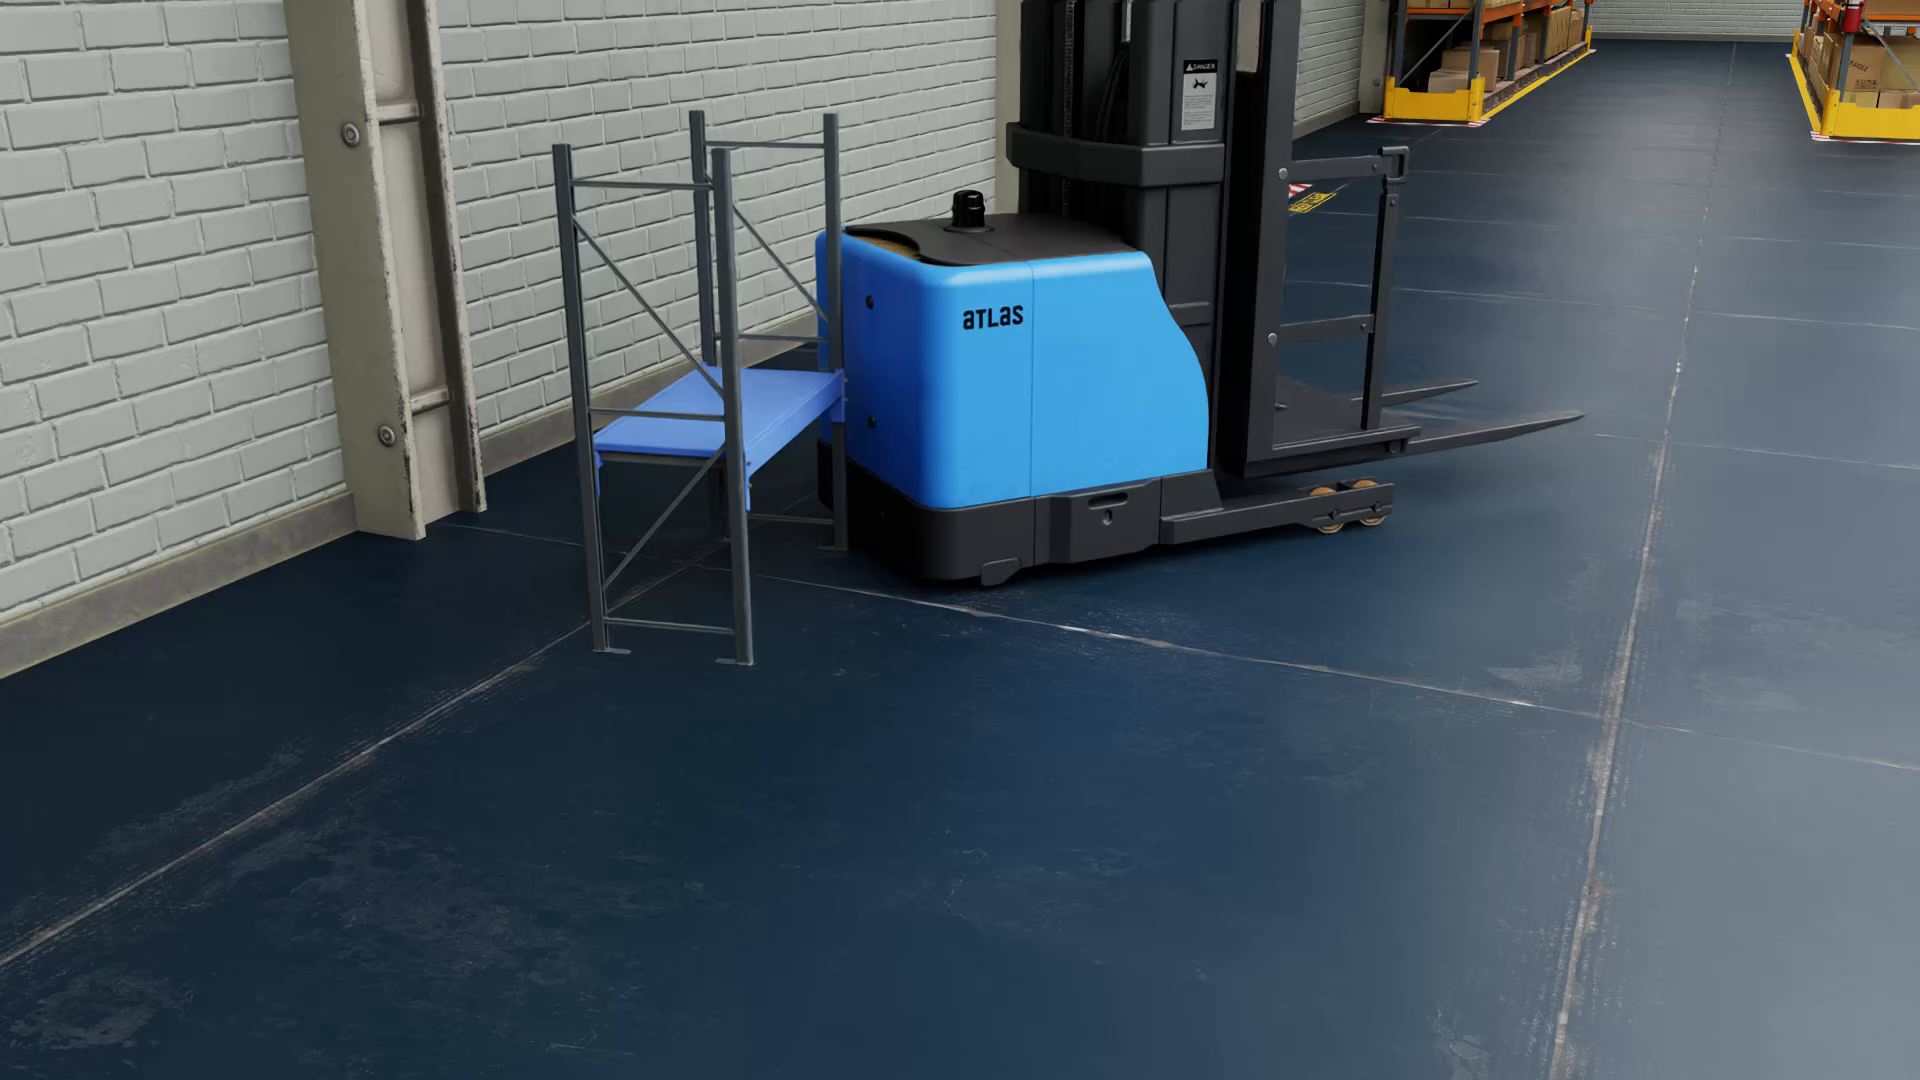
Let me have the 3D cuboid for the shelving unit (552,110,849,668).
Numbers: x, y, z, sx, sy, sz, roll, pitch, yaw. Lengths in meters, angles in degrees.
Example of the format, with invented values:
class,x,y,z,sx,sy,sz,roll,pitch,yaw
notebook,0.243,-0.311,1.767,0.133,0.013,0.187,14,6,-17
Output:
class,x,y,z,sx,sy,sz,roll,pitch,yaw
shelving unit,-0.750,-0.519,5.190,0.538,1.500,1.048,4,20,12

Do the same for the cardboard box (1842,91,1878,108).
class,x,y,z,sx,sy,sz,roll,pitch,yaw
cardboard box,10.334,-5.091,19.285,0.500,0.250,0.500,9,21,23

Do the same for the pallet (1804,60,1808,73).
class,x,y,z,sx,sy,sz,roll,pitch,yaw
pallet,15.000,-8.085,28.388,1.003,0.211,1.213,9,21,23

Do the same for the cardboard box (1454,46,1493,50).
class,x,y,z,sx,sy,sz,roll,pitch,yaw
cardboard box,7.113,-6.593,23.104,0.500,0.500,0.500,7,21,19

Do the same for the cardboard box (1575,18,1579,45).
class,x,y,z,sx,sy,sz,roll,pitch,yaw
cardboard box,11.810,-10.040,32.827,0.700,0.500,0.500,8,21,21

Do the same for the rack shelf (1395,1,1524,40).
class,x,y,z,sx,sy,sz,roll,pitch,yaw
rack shelf,6.682,-6.936,22.068,1.077,0.370,4.000,9,21,23

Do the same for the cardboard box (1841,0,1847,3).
class,x,y,z,sx,sy,sz,roll,pitch,yaw
cardboard box,12.215,-7.438,22.608,0.396,0.266,0.258,8,21,21

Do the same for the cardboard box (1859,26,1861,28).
class,x,y,z,sx,sy,sz,roll,pitch,yaw
cardboard box,16.938,-9.705,31.856,0.500,0.500,0.500,9,21,23

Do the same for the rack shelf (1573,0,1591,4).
class,x,y,z,sx,sy,sz,roll,pitch,yaw
rack shelf,11.596,-10.604,32.383,1.077,0.370,4.000,9,21,23

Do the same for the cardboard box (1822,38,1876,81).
class,x,y,z,sx,sy,sz,roll,pitch,yaw
cardboard box,10.934,-5.905,20.455,0.500,0.500,0.500,9,21,23

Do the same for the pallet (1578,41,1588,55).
class,x,y,z,sx,sy,sz,roll,pitch,yaw
pallet,12.159,-9.985,33.731,1.003,0.211,1.213,9,21,23

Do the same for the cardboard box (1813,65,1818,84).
class,x,y,z,sx,sy,sz,roll,pitch,yaw
cardboard box,12.136,-6.431,23.051,0.500,0.250,0.500,8,21,22

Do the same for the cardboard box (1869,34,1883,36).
class,x,y,z,sx,sy,sz,roll,pitch,yaw
cardboard box,14.317,-7.720,26.275,0.500,0.500,0.500,8,21,21

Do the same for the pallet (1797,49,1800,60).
class,x,y,z,sx,sy,sz,roll,pitch,yaw
pallet,16.579,-9.295,31.790,1.003,0.211,1.213,9,21,23

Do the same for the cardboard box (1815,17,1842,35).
class,x,y,z,sx,sy,sz,roll,pitch,yaw
cardboard box,13.848,-8.149,26.361,0.500,0.250,0.500,9,22,25

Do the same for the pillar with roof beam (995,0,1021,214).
class,x,y,z,sx,sy,sz,roll,pitch,yaw
pillar with roof beam,4.375,-5.563,8.183,9.100,9.000,0.400,9,21,23

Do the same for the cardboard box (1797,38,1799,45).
class,x,y,z,sx,sy,sz,roll,pitch,yaw
cardboard box,16.349,-9.591,32.032,0.380,0.166,0.250,9,21,23

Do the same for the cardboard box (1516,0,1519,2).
class,x,y,z,sx,sy,sz,roll,pitch,yaw
cardboard box,7.372,-7.487,22.739,0.500,0.250,0.500,9,21,23

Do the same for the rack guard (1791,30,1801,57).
class,x,y,z,sx,sy,sz,roll,pitch,yaw
rack guard,16.905,-9.675,32.427,1.175,0.500,0.348,9,21,23

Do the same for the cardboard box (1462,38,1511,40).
class,x,y,z,sx,sy,sz,roll,pitch,yaw
cardboard box,7.953,-7.308,25.114,0.700,0.500,0.500,8,21,22

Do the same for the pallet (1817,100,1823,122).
class,x,y,z,sx,sy,sz,roll,pitch,yaw
pallet,11.160,-5.282,20.506,1.003,0.211,1.213,9,21,23

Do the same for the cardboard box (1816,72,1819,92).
class,x,y,z,sx,sy,sz,roll,pitch,yaw
cardboard box,11.556,-6.010,21.867,0.500,0.250,0.500,9,21,23

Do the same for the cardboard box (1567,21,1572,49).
class,x,y,z,sx,sy,sz,roll,pitch,yaw
cardboard box,11.177,-9.566,31.495,0.700,0.500,0.500,9,21,23

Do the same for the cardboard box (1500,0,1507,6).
class,x,y,z,sx,sy,sz,roll,pitch,yaw
cardboard box,6.767,-7.023,21.434,0.500,0.250,0.500,8,21,22

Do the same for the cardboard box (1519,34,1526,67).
class,x,y,z,sx,sy,sz,roll,pitch,yaw
cardboard box,8.575,-7.769,26.413,0.700,0.500,0.500,9,21,23

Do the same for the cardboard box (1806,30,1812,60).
class,x,y,z,sx,sy,sz,roll,pitch,yaw
cardboard box,14.458,-8.252,27.769,0.500,0.500,0.500,9,21,23

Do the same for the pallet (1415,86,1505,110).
class,x,y,z,sx,sy,sz,roll,pitch,yaw
pallet,6.760,-5.988,22.490,1.003,0.211,1.213,9,21,23

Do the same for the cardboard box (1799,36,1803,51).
class,x,y,z,sx,sy,sz,roll,pitch,yaw
cardboard box,15.580,-9.036,30.256,0.500,0.311,0.500,9,21,23

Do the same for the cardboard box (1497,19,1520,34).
class,x,y,z,sx,sy,sz,roll,pitch,yaw
cardboard box,8.395,-7.941,25.775,0.500,0.250,0.500,8,21,22

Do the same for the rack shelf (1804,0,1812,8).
class,x,y,z,sx,sy,sz,roll,pitch,yaw
rack shelf,16.117,-9.925,30.475,1.077,0.370,4.000,9,21,23

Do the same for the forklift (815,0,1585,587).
class,x,y,z,sx,sy,sz,roll,pitch,yaw
forklift,1.028,-1.552,5.958,3.031,2.935,1.130,-9,22,-25

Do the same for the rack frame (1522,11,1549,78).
class,x,y,z,sx,sy,sz,roll,pitch,yaw
rack frame,9.139,-9.109,27.105,1.000,3.000,0.127,9,21,23

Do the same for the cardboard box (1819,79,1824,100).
class,x,y,z,sx,sy,sz,roll,pitch,yaw
cardboard box,10.938,-5.552,20.579,0.500,0.250,0.500,9,21,23

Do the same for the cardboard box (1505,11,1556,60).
class,x,y,z,sx,sy,sz,roll,pitch,yaw
cardboard box,9.560,-8.501,27.976,0.750,0.750,0.750,8,21,22

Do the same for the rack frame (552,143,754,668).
class,x,y,z,sx,sy,sz,roll,pitch,yaw
rack frame,-0.860,-0.353,4.722,0.500,1.500,0.032,4,20,12

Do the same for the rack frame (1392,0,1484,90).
class,x,y,z,sx,sy,sz,roll,pitch,yaw
rack frame,5.863,-6.663,20.228,1.000,3.000,0.127,9,21,23

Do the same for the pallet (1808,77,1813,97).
class,x,y,z,sx,sy,sz,roll,pitch,yaw
pallet,12.787,-6.498,23.926,1.003,0.211,1.213,9,21,23

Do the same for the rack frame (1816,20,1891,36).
class,x,y,z,sx,sy,sz,roll,pitch,yaw
rack frame,13.660,-8.430,25.197,1.000,3.000,0.127,9,21,23

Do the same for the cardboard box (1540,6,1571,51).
class,x,y,z,sx,sy,sz,roll,pitch,yaw
cardboard box,10.630,-9.300,30.224,0.750,0.750,0.750,9,21,23

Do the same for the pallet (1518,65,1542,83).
class,x,y,z,sx,sy,sz,roll,pitch,yaw
pallet,8.818,-7.556,26.901,1.003,0.211,1.213,9,21,23

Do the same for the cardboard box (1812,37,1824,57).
class,x,y,z,sx,sy,sz,roll,pitch,yaw
cardboard box,12.970,-7.315,24.701,0.500,0.311,0.500,8,21,21

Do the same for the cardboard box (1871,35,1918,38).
class,x,y,z,sx,sy,sz,roll,pitch,yaw
cardboard box,11.816,-6.140,21.115,0.500,0.500,0.500,9,21,23

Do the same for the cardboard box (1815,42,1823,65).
class,x,y,z,sx,sy,sz,roll,pitch,yaw
cardboard box,12.340,-6.849,23.391,0.500,0.311,0.500,8,21,23

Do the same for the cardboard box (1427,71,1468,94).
class,x,y,z,sx,sy,sz,roll,pitch,yaw
cardboard box,6.229,-5.803,21.165,0.500,0.311,0.500,6,20,17

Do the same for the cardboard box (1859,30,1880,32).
class,x,y,z,sx,sy,sz,roll,pitch,yaw
cardboard box,14.942,-8.189,27.593,0.500,0.500,0.500,9,21,23

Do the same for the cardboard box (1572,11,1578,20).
class,x,y,z,sx,sy,sz,roll,pitch,yaw
cardboard box,11.697,-10.111,32.059,0.380,0.149,0.250,8,21,21

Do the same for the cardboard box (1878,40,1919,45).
class,x,y,z,sx,sy,sz,roll,pitch,yaw
cardboard box,11.203,-5.681,19.825,0.500,0.500,0.500,9,21,23

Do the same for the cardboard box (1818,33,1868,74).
class,x,y,z,sx,sy,sz,roll,pitch,yaw
cardboard box,11.547,-6.364,21.745,0.500,0.500,0.500,9,21,23

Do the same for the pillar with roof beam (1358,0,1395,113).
class,x,y,z,sx,sy,sz,roll,pitch,yaw
pillar with roof beam,9.288,-9.232,18.497,9.100,9.000,0.400,9,21,23

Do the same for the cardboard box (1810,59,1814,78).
class,x,y,z,sx,sy,sz,roll,pitch,yaw
cardboard box,12.765,-6.899,24.369,0.500,0.250,0.500,8,21,21
